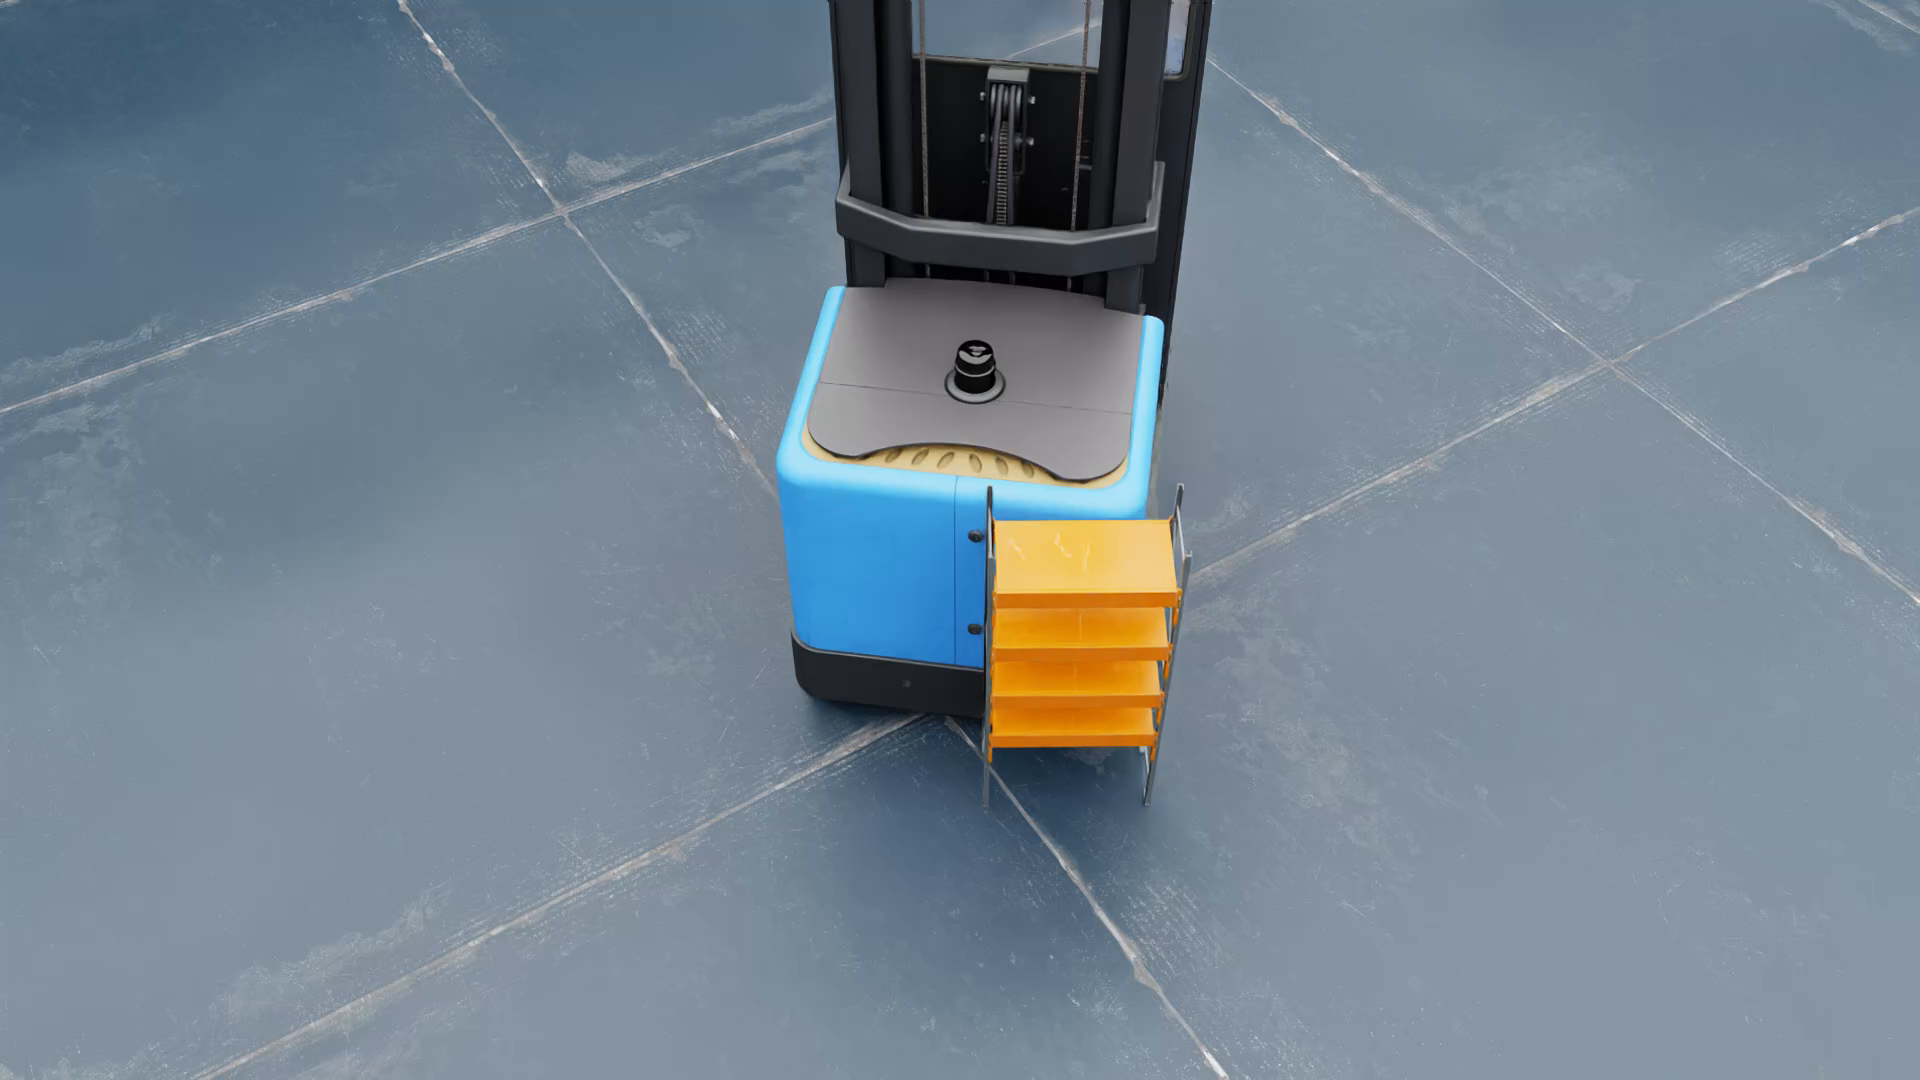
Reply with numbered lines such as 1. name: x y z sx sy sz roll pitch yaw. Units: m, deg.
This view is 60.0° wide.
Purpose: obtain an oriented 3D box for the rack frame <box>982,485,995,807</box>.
1. rack frame: 0.077 0.334 4.643 0.015 1.200 0.240 0 50 0

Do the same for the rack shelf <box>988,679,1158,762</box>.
1. rack shelf: 0.321 0.501 4.849 0.480 0.148 0.258 0 50 0

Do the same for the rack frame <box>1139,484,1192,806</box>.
1. rack frame: 0.565 0.330 4.646 0.015 1.200 0.240 0 50 0

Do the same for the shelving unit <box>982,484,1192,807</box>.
1. shelving unit: 0.321 0.332 4.644 0.503 1.200 0.258 0 50 0

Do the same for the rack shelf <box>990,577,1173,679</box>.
1. rack shelf: 0.321 0.232 4.524 0.480 0.148 0.258 0 50 0

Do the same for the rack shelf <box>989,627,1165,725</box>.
1. rack shelf: 0.321 0.375 4.696 0.480 0.148 0.258 0 50 0

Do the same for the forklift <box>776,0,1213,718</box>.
1. forklift: 0.205 -1.502 5.125 1.130 2.935 3.031 6 49 6

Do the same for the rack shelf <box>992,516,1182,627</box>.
1. rack shelf: 0.321 0.082 4.342 0.480 0.148 0.258 0 50 0
